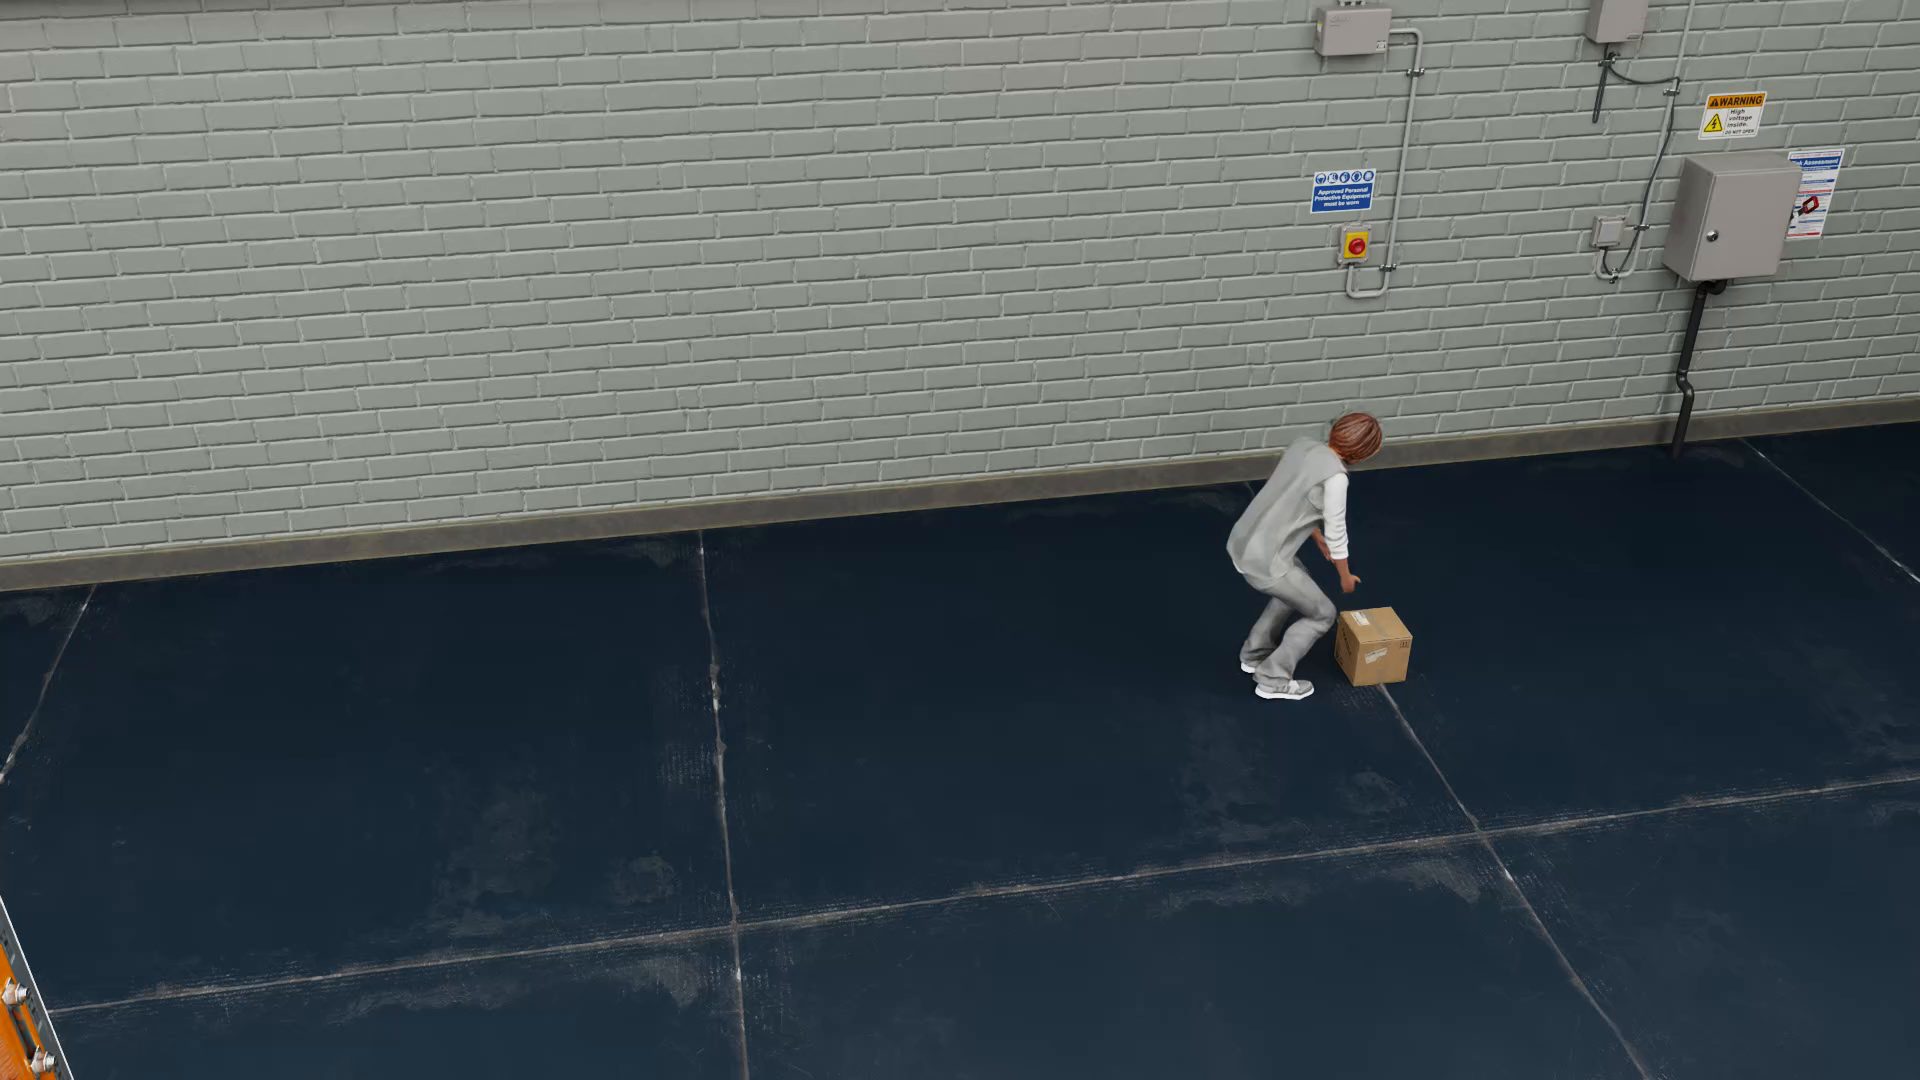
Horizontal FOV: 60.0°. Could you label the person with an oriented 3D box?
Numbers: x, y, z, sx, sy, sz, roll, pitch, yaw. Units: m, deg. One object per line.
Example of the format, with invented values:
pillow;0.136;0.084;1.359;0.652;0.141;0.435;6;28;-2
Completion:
person;1.478;0.059;7.316;0.640;1.325;0.462;-5;32;-9
